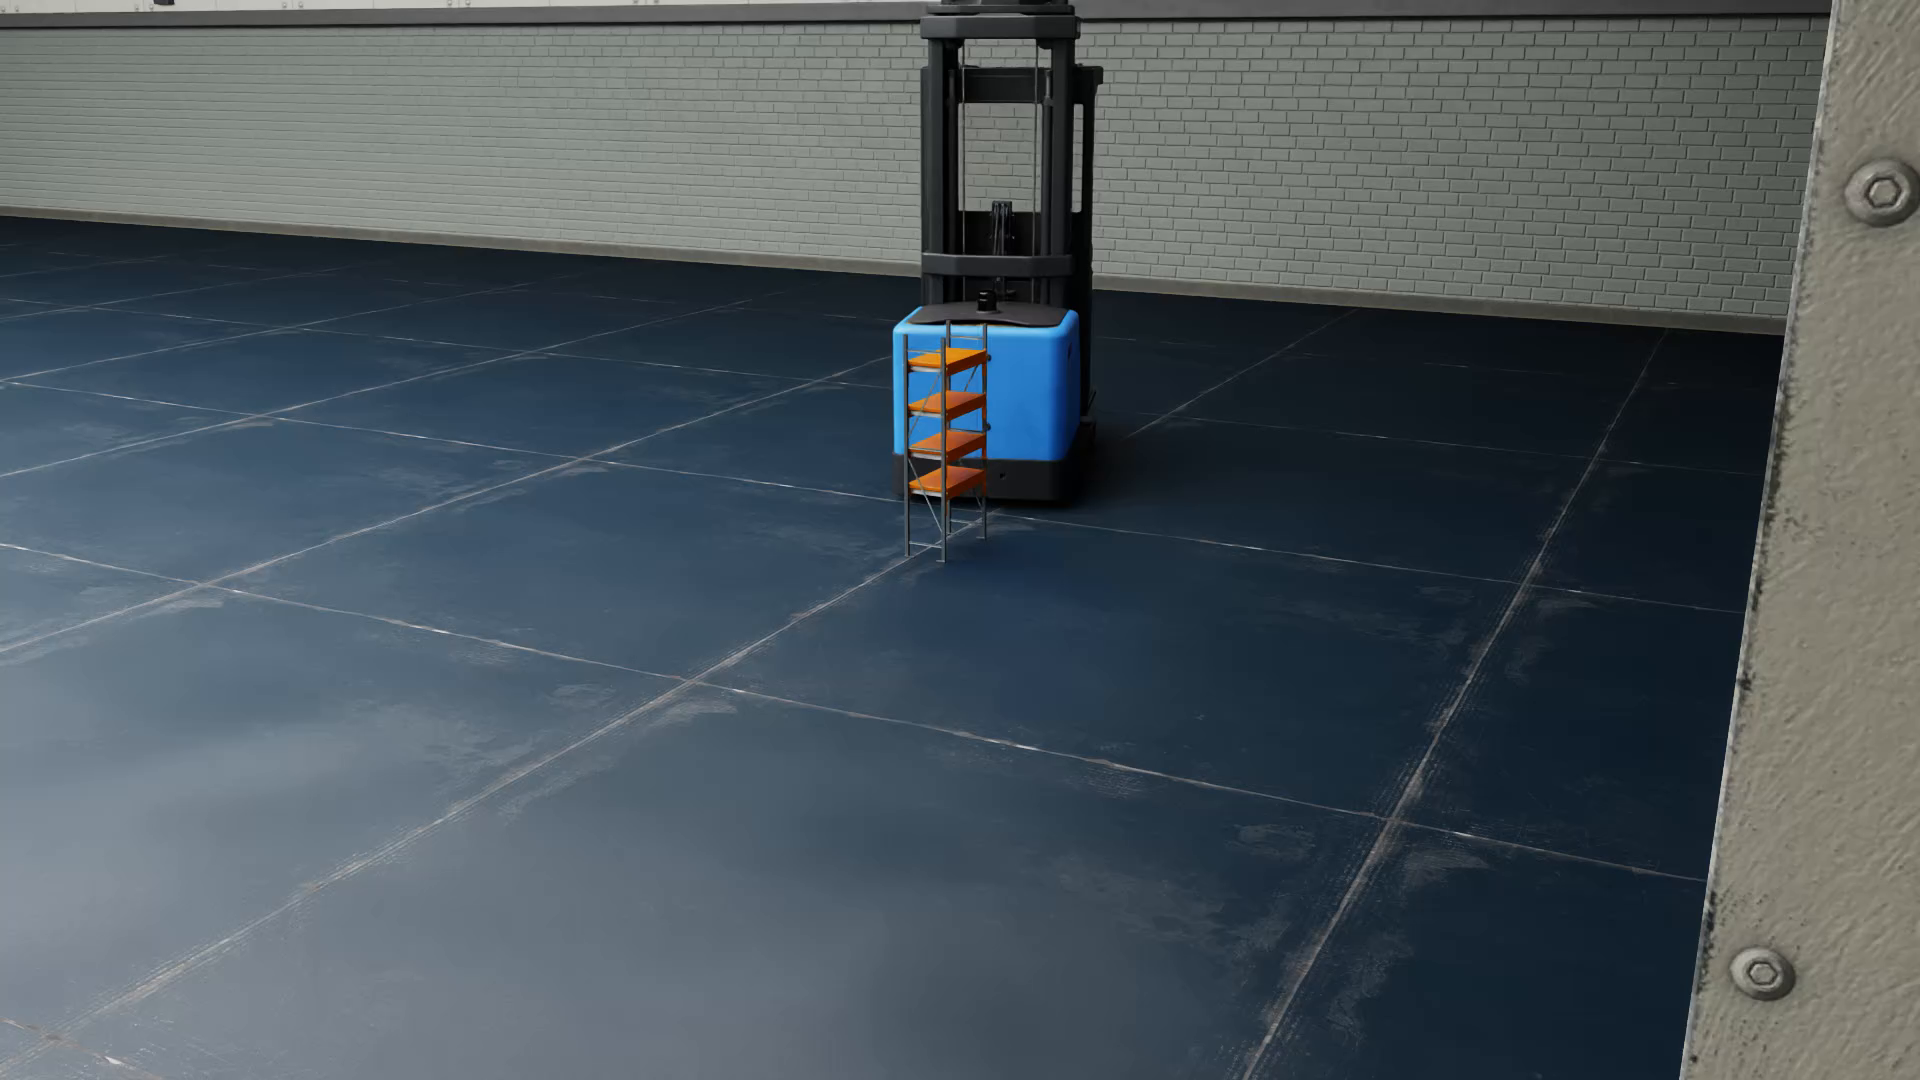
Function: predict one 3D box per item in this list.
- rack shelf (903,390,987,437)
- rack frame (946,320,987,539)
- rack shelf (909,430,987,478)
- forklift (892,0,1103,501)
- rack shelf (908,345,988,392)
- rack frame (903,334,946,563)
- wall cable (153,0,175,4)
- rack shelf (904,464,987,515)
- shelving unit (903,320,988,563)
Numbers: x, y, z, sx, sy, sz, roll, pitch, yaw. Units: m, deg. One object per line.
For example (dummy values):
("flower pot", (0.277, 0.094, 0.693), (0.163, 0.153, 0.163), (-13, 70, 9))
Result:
("rack shelf", (-0.074, -0.683, 8.845), (0.258, 0.148, 0.480), (8, 18, 25))
("rack frame", (0.035, -0.595, 9.099), (0.240, 1.200, 0.015), (8, 18, 25))
("rack shelf", (-0.074, -0.469, 8.909), (0.258, 0.148, 0.480), (8, 18, 25))
("forklift", (0.333, -2.009, 10.818), (1.130, 2.935, 3.031), (3, 17, 9))
("rack shelf", (-0.074, -0.910, 8.778), (0.258, 0.148, 0.480), (8, 18, 25))
("rack frame", (-0.183, -0.471, 8.680), (0.240, 1.200, 0.015), (8, 18, 25))
("wall cable", (-10.593, -10.475, 22.691), (2.305, 6.003, 0.169), (8, 18, 25))
("rack shelf", (-0.074, -0.278, 8.965), (0.258, 0.148, 0.480), (8, 18, 25))
("shelving unit", (-0.074, -0.533, 8.889), (0.258, 1.200, 0.503), (8, 18, 25))
